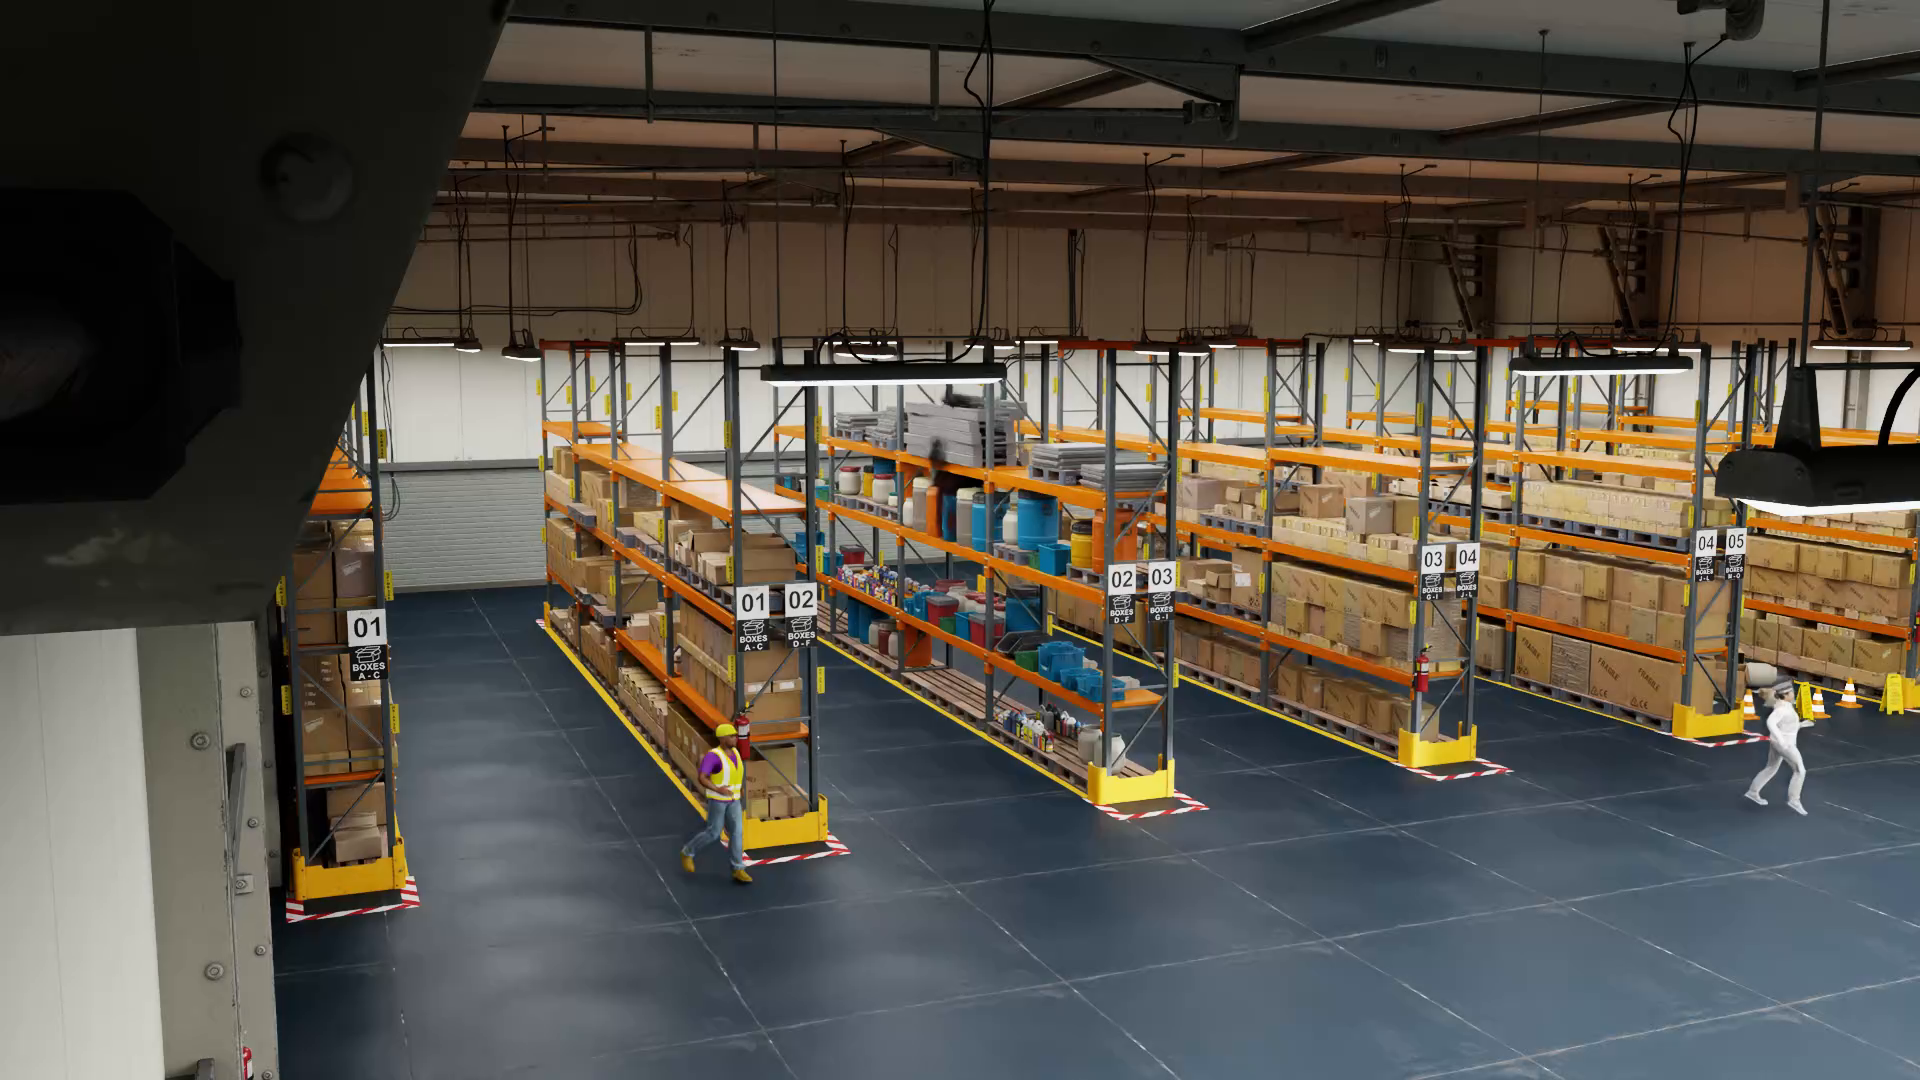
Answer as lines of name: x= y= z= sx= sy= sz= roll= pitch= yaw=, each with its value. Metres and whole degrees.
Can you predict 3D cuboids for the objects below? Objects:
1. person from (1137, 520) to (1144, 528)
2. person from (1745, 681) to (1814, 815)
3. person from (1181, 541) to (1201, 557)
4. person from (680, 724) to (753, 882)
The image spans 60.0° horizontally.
person: x=4.172 y=0.146 z=41.084 sx=0.538 sy=1.689 sz=0.752 roll=-4 pitch=8 yaw=-27
person: x=10.667 y=2.691 z=21.605 sx=0.763 sy=1.752 sz=0.583 roll=2 pitch=8 yaw=12
person: x=5.849 y=0.032 z=41.915 sx=0.627 sy=1.733 sz=0.663 roll=-3 pitch=8 yaw=-19
person: x=-2.686 y=2.980 z=19.109 sx=0.971 sy=1.736 sz=0.762 roll=5 pitch=9 yaw=32
